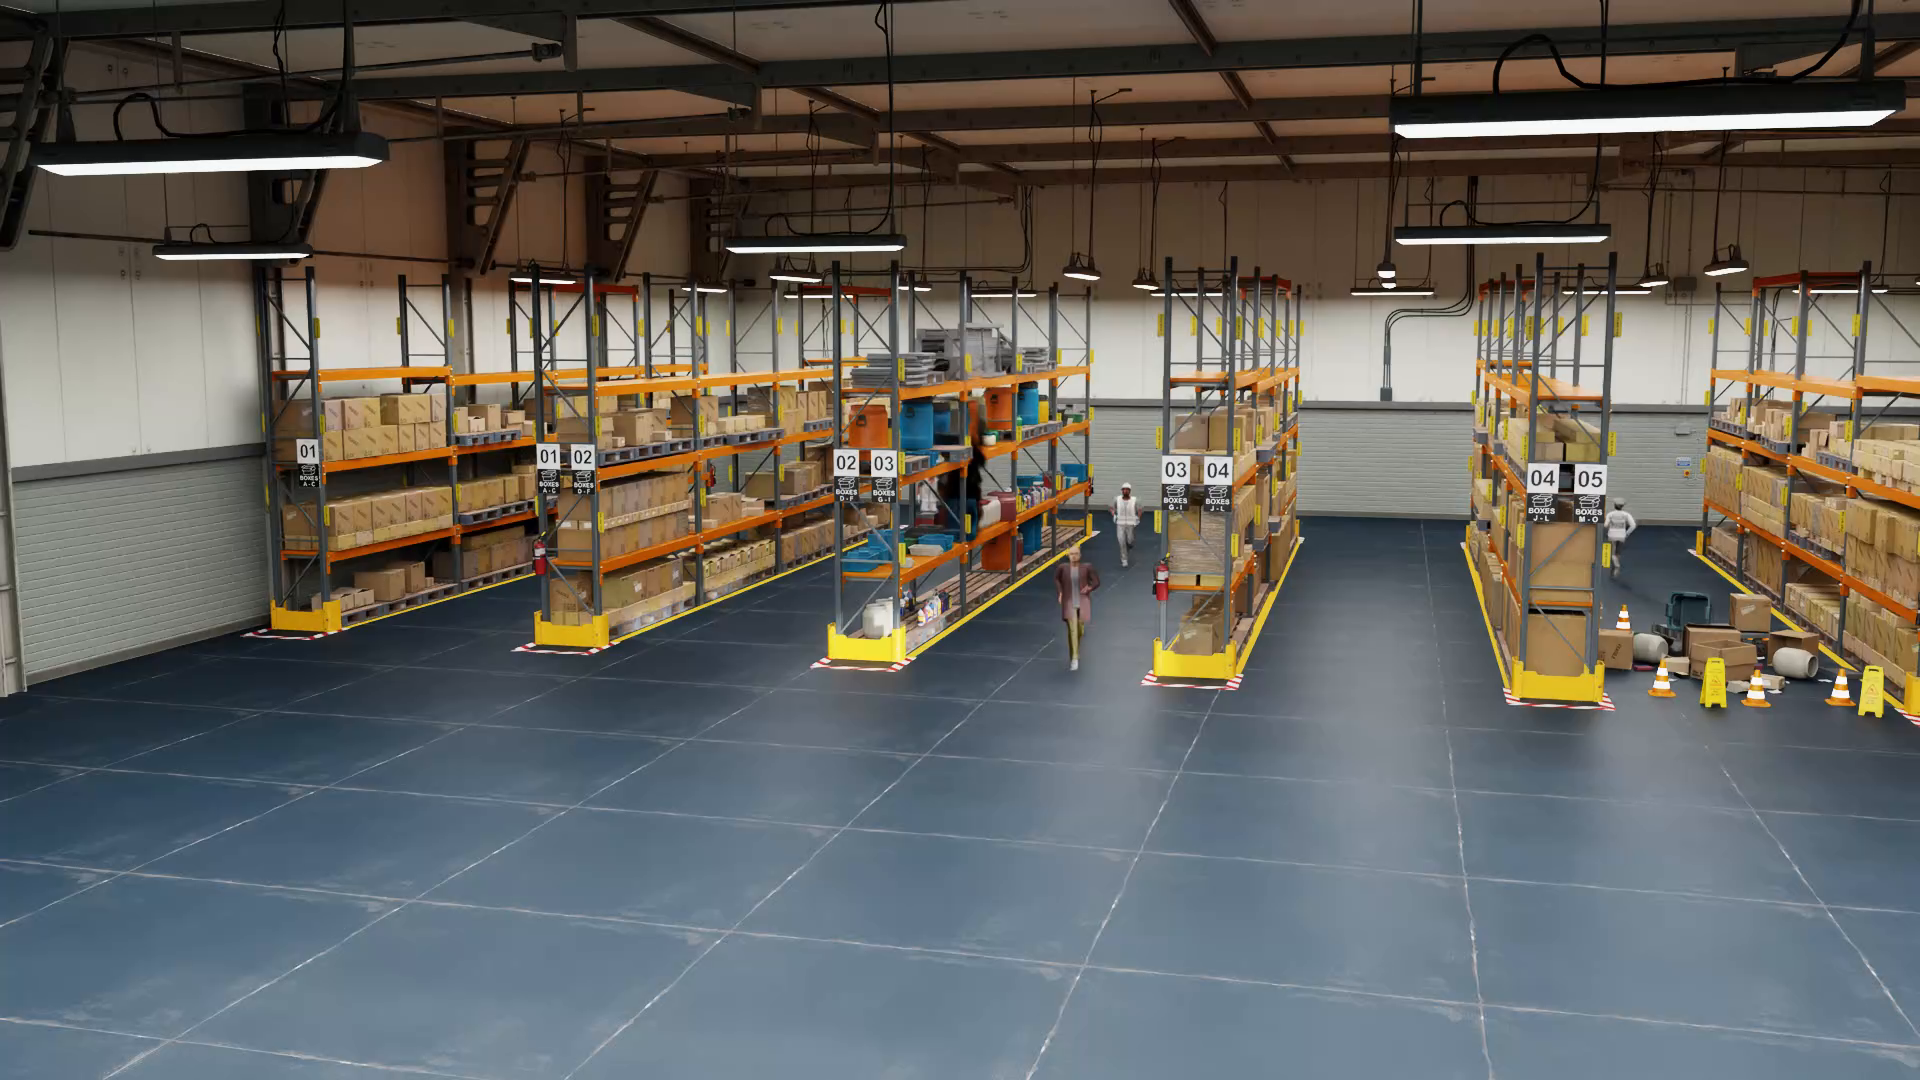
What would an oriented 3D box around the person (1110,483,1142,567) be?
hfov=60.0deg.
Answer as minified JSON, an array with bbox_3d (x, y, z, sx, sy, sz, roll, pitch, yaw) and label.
[{"bbox_3d":[3.519,-0.335,35.348,0.681,1.755,0.753,1,7,7],"label":"person"}]

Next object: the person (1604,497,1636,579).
[{"bbox_3d":[13.082,-0.007,33.078,0.609,1.694,0.804,1,7,7],"label":"person"}]

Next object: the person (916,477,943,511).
[{"bbox_3d":[-0.731,-0.898,39.595,0.652,1.730,0.684,0,7,0],"label":"person"}]

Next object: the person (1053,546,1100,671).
[{"bbox_3d":[1.740,0.981,24.817,0.692,1.794,0.980,0,7,1],"label":"person"}]
